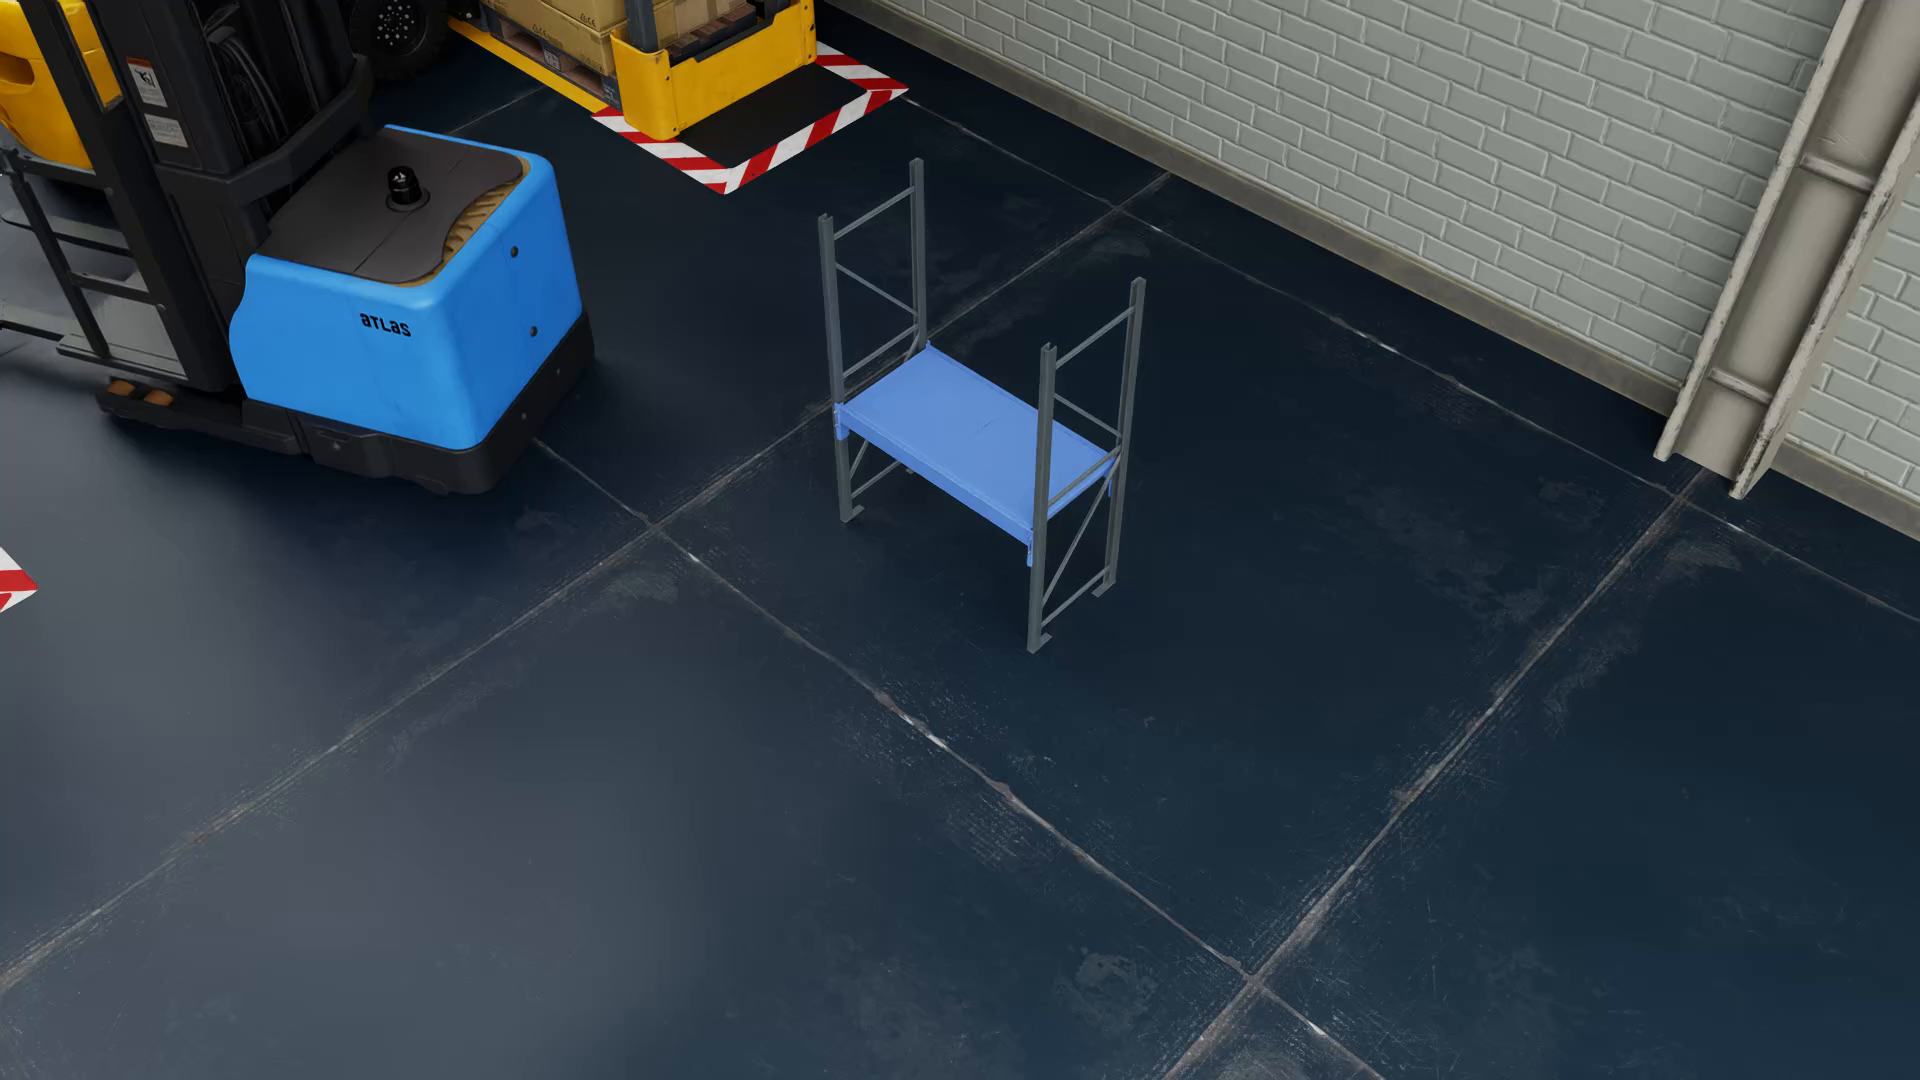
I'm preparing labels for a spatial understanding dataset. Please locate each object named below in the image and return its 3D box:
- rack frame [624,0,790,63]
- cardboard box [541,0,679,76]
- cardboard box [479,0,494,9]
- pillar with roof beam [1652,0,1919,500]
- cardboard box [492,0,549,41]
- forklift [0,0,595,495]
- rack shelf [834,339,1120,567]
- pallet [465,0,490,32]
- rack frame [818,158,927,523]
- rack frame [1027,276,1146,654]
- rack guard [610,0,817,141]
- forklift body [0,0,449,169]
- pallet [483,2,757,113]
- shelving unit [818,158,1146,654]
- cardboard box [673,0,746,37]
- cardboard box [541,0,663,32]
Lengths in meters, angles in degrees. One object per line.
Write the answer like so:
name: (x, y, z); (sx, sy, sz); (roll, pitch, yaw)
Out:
rack frame: (-1.310, -3.510, 7.988); (0.127, 3.000, 1.000); (34, 55, 28)
cardboard box: (-1.869, -2.775, 8.896); (0.500, 0.250, 0.500); (34, 56, 28)
cardboard box: (-2.590, -3.279, 9.369); (0.500, 0.250, 0.500); (35, 56, 28)
pillar with roof beam: (0.279, -1.117, 1.627); (0.400, 9.000, 9.100); (34, 55, 28)
cardboard box: (-2.228, -3.026, 9.132); (0.500, 0.250, 0.500); (34, 55, 28)
forklift: (-3.208, -1.837, 6.464); (3.031, 2.935, 1.130); (14, 48, 13)
rack shelf: (0.063, -0.348, 6.295); (1.000, 0.185, 0.538); (34, 55, 28)
pallet: (-2.792, -3.514, 9.905); (1.213, 0.211, 1.003); (34, 55, 28)
rack frame: (-0.311, -0.723, 6.400); (0.032, 1.500, 0.500); (34, 55, 28)
rack frame: (0.436, -0.220, 5.928); (0.032, 1.500, 0.500); (34, 55, 28)
rack guard: (-1.292, -2.642, 8.888); (0.348, 0.500, 1.175); (34, 55, 28)
forklift body: (-3.940, -3.180, 8.260); (1.214, 2.155, 2.313); (34, 55, 28)
pallet: (-1.900, -2.911, 9.338); (1.213, 0.211, 1.003); (34, 55, 28)
shelving unit: (0.063, -0.471, 6.164); (1.048, 1.500, 0.538); (34, 55, 28)
cardboard box: (-1.538, -3.060, 9.164); (0.500, 0.250, 0.500); (34, 56, 28)
cardboard box: (-1.879, -2.957, 8.724); (0.500, 0.250, 0.500); (33, 55, 27)
